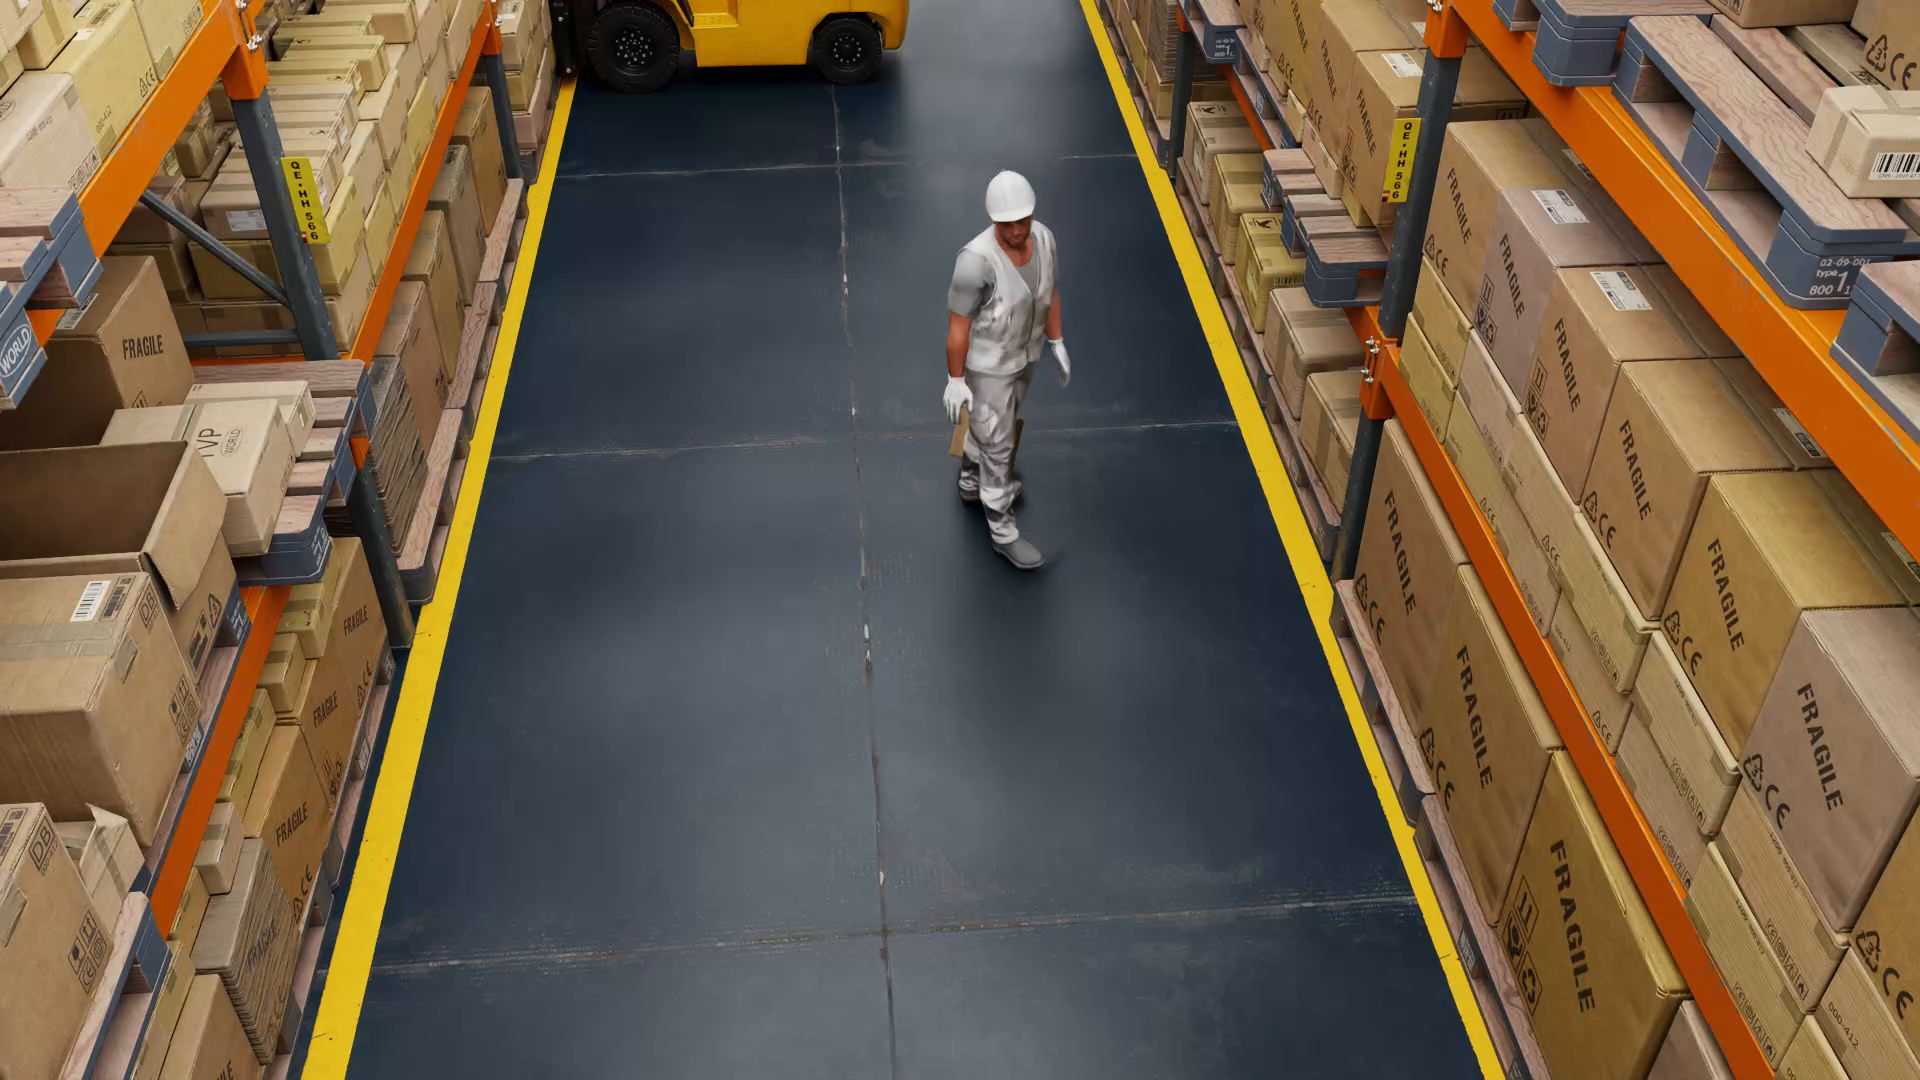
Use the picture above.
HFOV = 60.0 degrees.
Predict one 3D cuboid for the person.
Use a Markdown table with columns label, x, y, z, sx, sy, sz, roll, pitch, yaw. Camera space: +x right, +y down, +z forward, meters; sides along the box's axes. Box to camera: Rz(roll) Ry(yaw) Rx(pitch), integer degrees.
| label | x | y | z | sx | sy | sz | roll | pitch | yaw |
| --- | --- | --- | --- | --- | --- | --- | --- | --- | --- |
| person | 0.195 | -0.728 | 7.016 | 0.654 | 1.783 | 0.615 | 28 | 46 | 30 |
